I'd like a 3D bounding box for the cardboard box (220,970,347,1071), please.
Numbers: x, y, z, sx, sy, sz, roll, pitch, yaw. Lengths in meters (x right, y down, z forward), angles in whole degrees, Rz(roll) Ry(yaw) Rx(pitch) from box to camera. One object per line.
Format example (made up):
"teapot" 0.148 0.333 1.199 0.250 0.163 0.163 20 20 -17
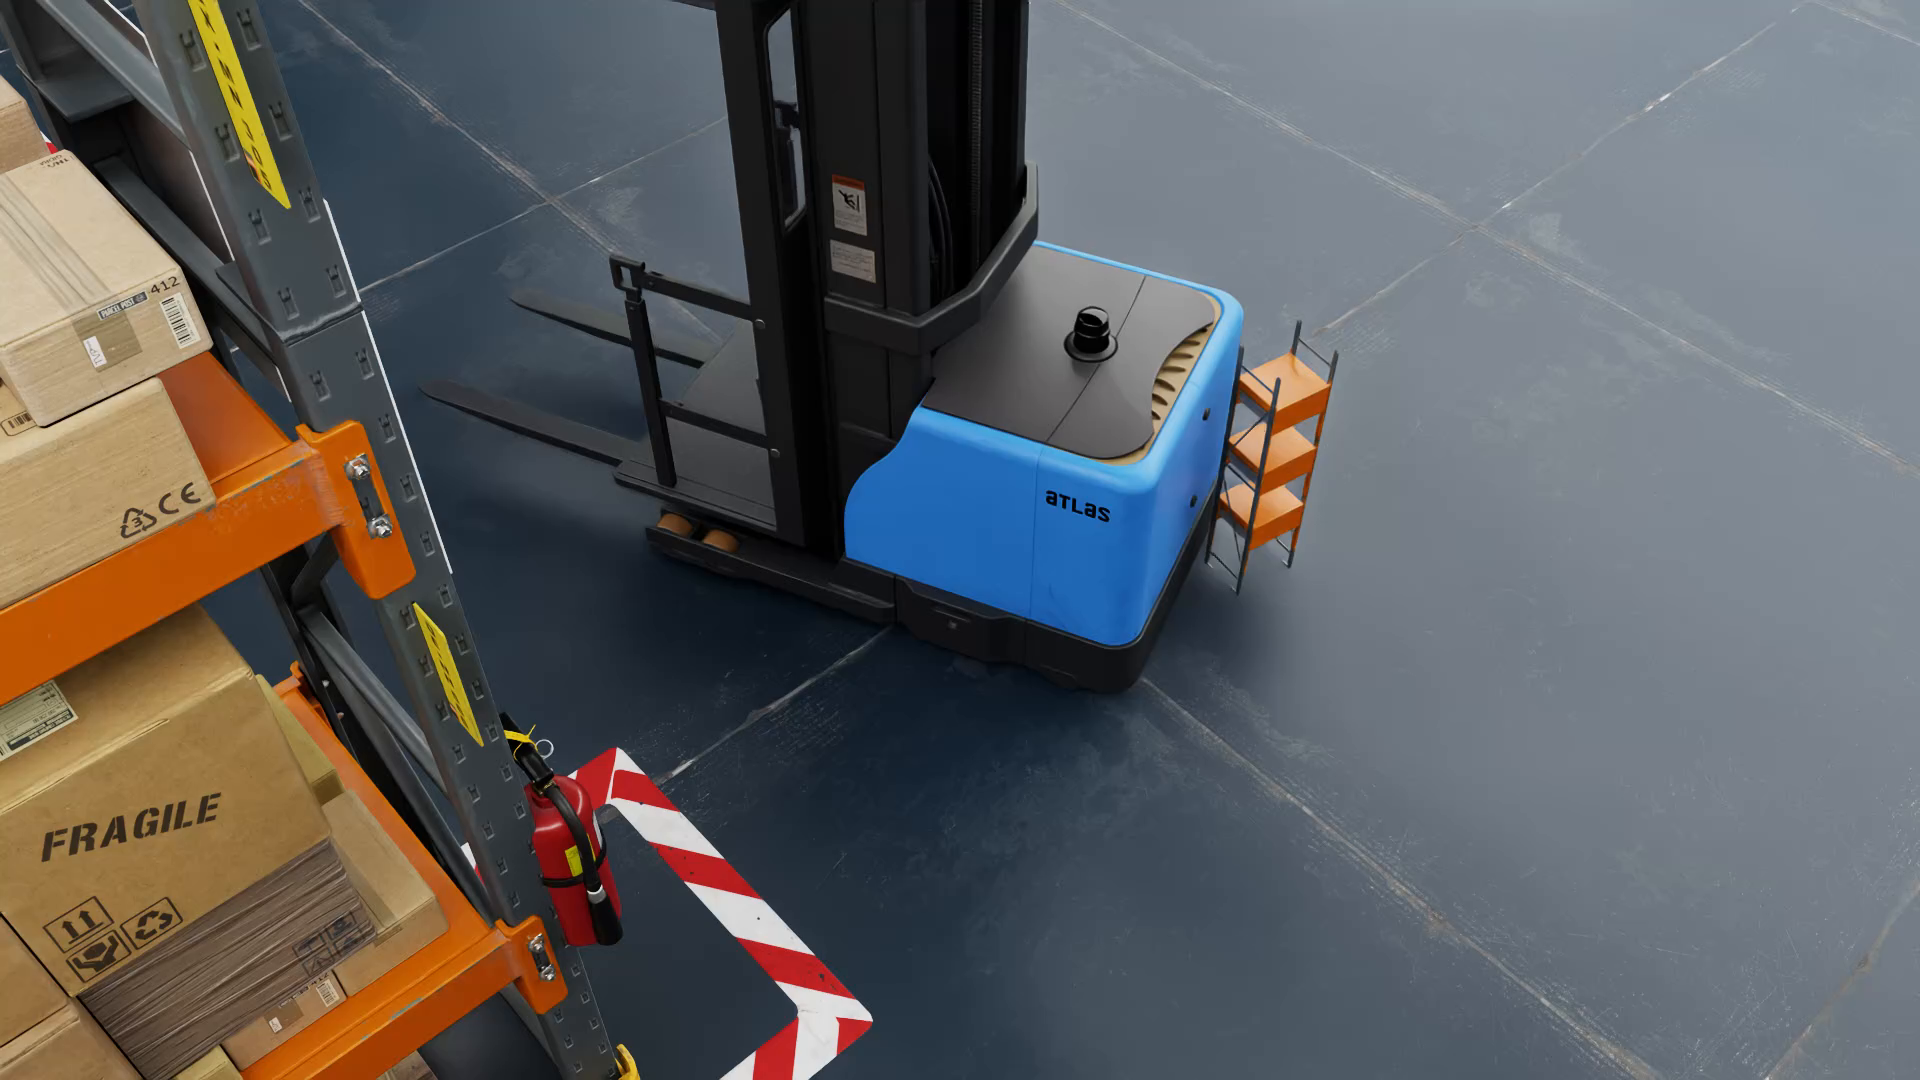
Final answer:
"cardboard box" -1.531 0.895 3.554 0.250 0.149 0.380 -34 56 -27

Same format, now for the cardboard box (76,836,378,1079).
"cardboard box" -1.699 0.556 3.426 0.500 0.500 0.875 -34 56 -27

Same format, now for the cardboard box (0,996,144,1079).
"cardboard box" -1.988 0.868 3.137 0.500 0.500 0.875 -34 56 -27

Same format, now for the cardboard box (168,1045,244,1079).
"cardboard box" -1.681 1.047 3.414 0.250 0.149 0.380 -34 56 -27

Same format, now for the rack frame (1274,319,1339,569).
"rack frame" 1.170 -0.312 5.823 0.008 1.050 0.200 -25 52 -22

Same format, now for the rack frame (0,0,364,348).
"rack frame" -1.274 -1.601 1.604 0.127 3.000 1.000 -34 56 -27

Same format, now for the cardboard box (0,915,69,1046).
"cardboard box" -1.880 0.616 2.689 0.500 0.500 0.500 -34 56 -27

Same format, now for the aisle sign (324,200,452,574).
"aisle sign" -1.026 -0.315 2.731 0.004 0.787 0.394 -34 56 -27

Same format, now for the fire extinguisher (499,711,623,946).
"fire extinguisher" -0.879 0.654 3.658 0.183 0.674 0.296 -34 56 -27

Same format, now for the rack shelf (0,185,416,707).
"rack shelf" -2.753 0.649 2.058 4.000 0.370 1.077 -34 56 -27

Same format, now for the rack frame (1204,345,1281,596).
"rack frame" 0.965 -0.215 5.733 0.008 1.050 0.200 -25 52 -22

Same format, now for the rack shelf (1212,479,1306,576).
"rack shelf" 1.067 -0.067 5.990 0.240 0.259 0.215 -25 52 -22

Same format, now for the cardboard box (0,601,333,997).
"cardboard box" -1.514 0.366 2.920 0.500 0.500 0.500 -34 56 -27

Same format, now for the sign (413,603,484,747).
"sign" -0.915 0.246 2.980 0.005 0.325 0.100 -34 56 -27

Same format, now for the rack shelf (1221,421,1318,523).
"rack shelf" 1.067 -0.256 5.786 0.240 0.259 0.215 -25 52 -22

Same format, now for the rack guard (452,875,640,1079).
"rack guard" -1.330 1.319 4.693 0.348 0.500 1.175 -34 56 -27

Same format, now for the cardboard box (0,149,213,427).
"cardboard box" -1.269 -0.361 2.332 0.250 0.149 0.380 -34 56 -27

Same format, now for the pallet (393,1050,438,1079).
"pallet" -1.955 1.799 4.446 1.213 0.211 1.003 -34 56 -27

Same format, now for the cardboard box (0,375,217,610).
"cardboard box" -1.459 -0.156 2.414 0.500 0.250 0.500 -33 55 -26

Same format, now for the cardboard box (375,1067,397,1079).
"cardboard box" -1.747 1.439 4.297 0.500 0.500 0.500 -24 52 -21

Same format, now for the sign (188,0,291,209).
"sign" -0.915 -0.572 2.093 0.005 0.325 0.100 -34 56 -27

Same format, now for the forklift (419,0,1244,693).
"forklift" -0.599 -1.204 5.367 3.031 2.935 1.130 18 50 16

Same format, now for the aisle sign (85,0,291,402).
"aisle sign" -1.430 -0.642 3.032 0.004 0.787 0.394 -34 56 -27

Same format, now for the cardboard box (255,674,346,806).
"cardboard box" -1.645 0.530 3.891 0.250 0.149 0.380 -34 56 -27

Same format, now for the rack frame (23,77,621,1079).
"rack frame" -1.274 0.434 3.809 0.127 3.000 1.000 -34 56 -27

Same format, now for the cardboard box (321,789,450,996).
"cardboard box" -1.346 0.772 3.668 0.250 0.149 0.380 -34 56 -27

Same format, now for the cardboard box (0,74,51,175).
"cardboard box" -1.633 -0.657 2.605 0.250 0.149 0.380 -34 56 -27

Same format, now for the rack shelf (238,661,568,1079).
"rack shelf" -2.753 1.666 3.161 4.000 0.370 1.077 -34 56 -27

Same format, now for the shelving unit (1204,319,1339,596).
"shelving unit" 1.067 -0.263 5.778 0.252 1.050 0.215 -25 52 -22

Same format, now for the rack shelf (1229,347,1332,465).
"rack shelf" 1.068 -0.449 5.578 0.240 0.259 0.215 -25 52 -22
